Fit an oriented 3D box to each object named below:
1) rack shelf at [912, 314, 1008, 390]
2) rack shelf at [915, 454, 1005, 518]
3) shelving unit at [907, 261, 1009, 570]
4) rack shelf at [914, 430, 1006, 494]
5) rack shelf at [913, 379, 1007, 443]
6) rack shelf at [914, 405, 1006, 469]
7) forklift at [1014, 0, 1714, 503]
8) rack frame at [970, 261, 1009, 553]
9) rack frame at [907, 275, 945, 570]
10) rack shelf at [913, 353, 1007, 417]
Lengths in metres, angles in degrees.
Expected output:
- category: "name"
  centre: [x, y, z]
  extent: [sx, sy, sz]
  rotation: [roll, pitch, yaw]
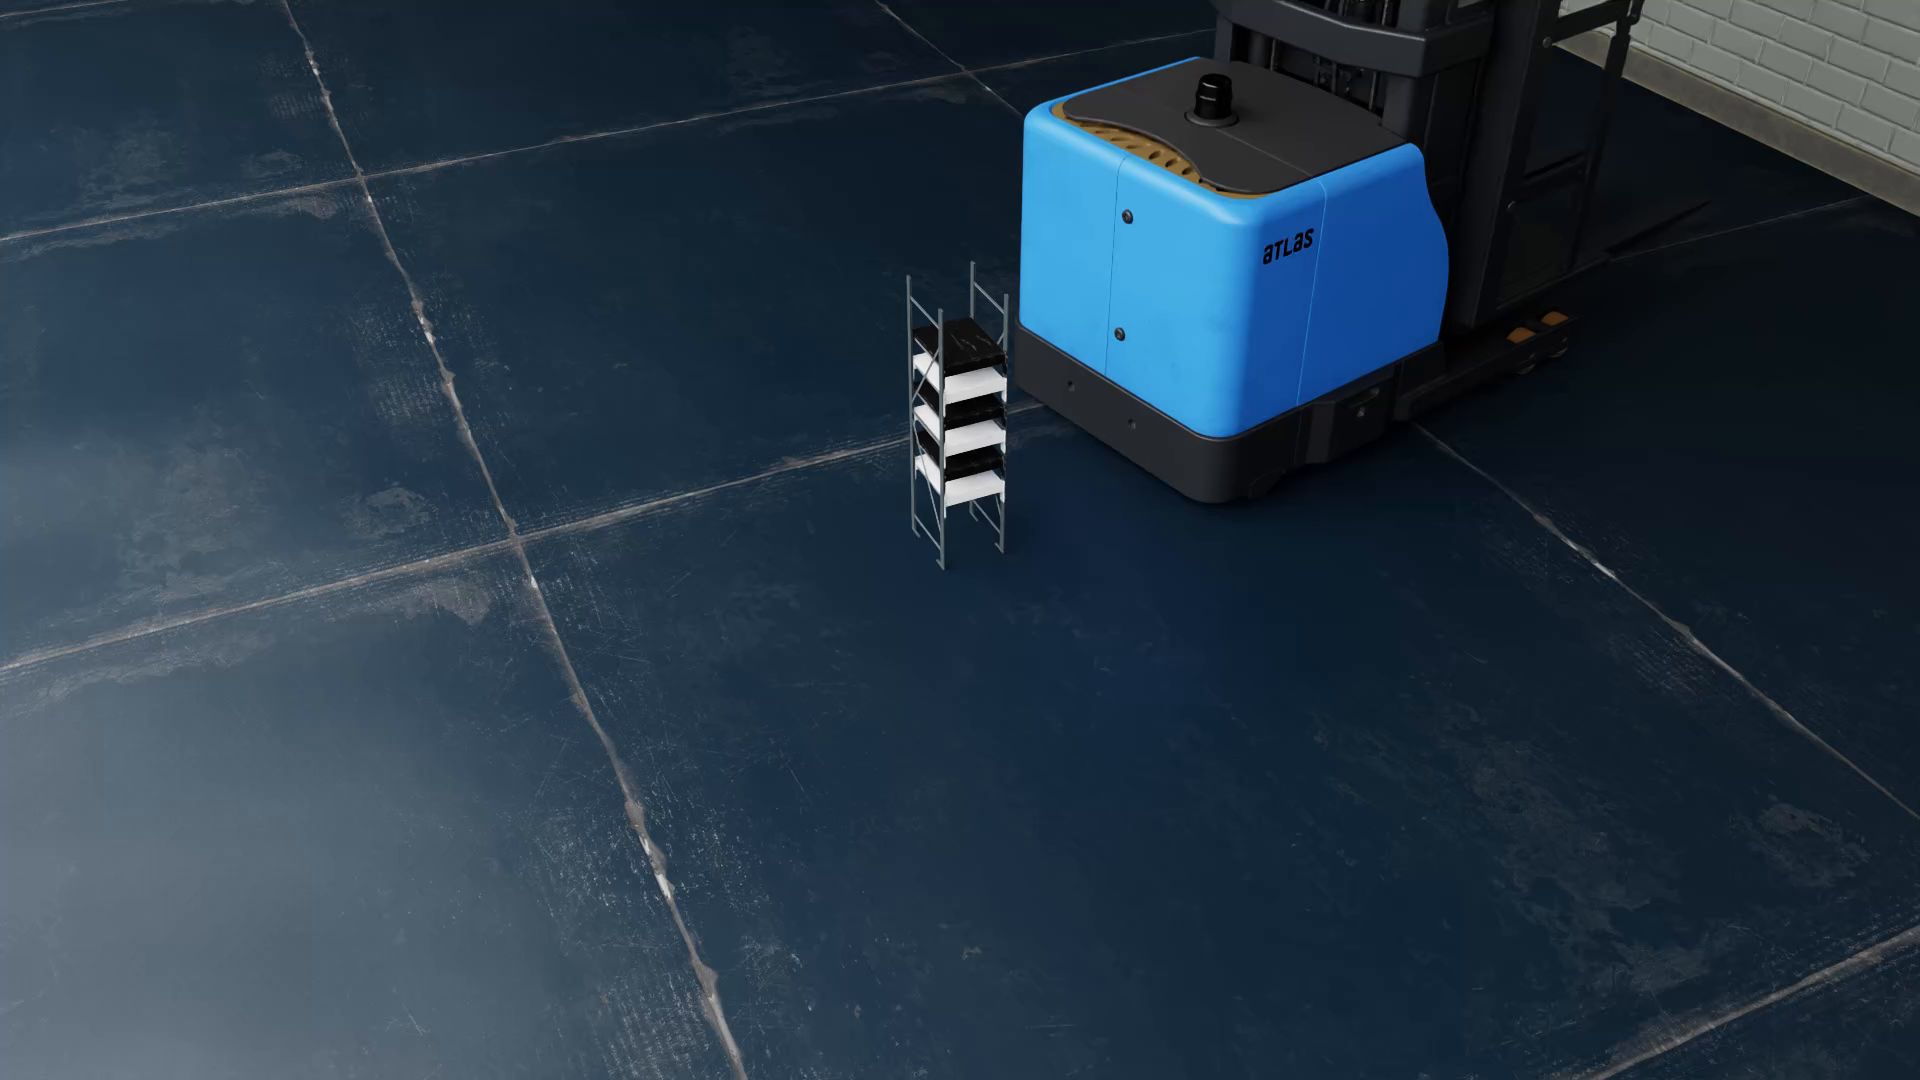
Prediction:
- category: "rack shelf"
  centre: [-0.007, -0.549, 4.838]
  extent: [0.200, 0.077, 0.258]
  rotation: [-16, 39, -20]
- category: "rack shelf"
  centre: [-0.007, -0.188, 5.106]
  extent: [0.200, 0.077, 0.258]
  rotation: [-16, 39, -20]
- category: "shelving unit"
  centre: [-0.007, -0.359, 4.979]
  extent: [0.210, 0.900, 0.258]
  rotation: [-16, 39, -20]
- category: "rack shelf"
  centre: [-0.007, -0.260, 5.053]
  extent: [0.200, 0.077, 0.258]
  rotation: [-16, 39, -20]
- category: "rack shelf"
  centre: [-0.007, -0.405, 4.945]
  extent: [0.200, 0.077, 0.258]
  rotation: [-16, 39, -20]
- category: "rack shelf"
  centre: [-0.007, -0.333, 4.999]
  extent: [0.200, 0.077, 0.258]
  rotation: [-16, 39, -20]
- category: "forklift"
  centre: [1.667, -2.008, 5.496]
  extent: [3.031, 2.935, 1.130]
  rotation: [-25, 43, -29]
- category: "rack frame"
  centre: [0.085, -0.385, 5.014]
  extent: [0.006, 0.900, 0.240]
  rotation: [-16, 39, -20]
- category: "rack frame"
  centre: [-0.099, -0.334, 4.944]
  extent: [0.006, 0.900, 0.240]
  rotation: [-16, 39, -20]
- category: "rack shelf"
  centre: [-0.007, -0.477, 4.892]
  extent: [0.200, 0.077, 0.258]
  rotation: [-16, 39, -20]
